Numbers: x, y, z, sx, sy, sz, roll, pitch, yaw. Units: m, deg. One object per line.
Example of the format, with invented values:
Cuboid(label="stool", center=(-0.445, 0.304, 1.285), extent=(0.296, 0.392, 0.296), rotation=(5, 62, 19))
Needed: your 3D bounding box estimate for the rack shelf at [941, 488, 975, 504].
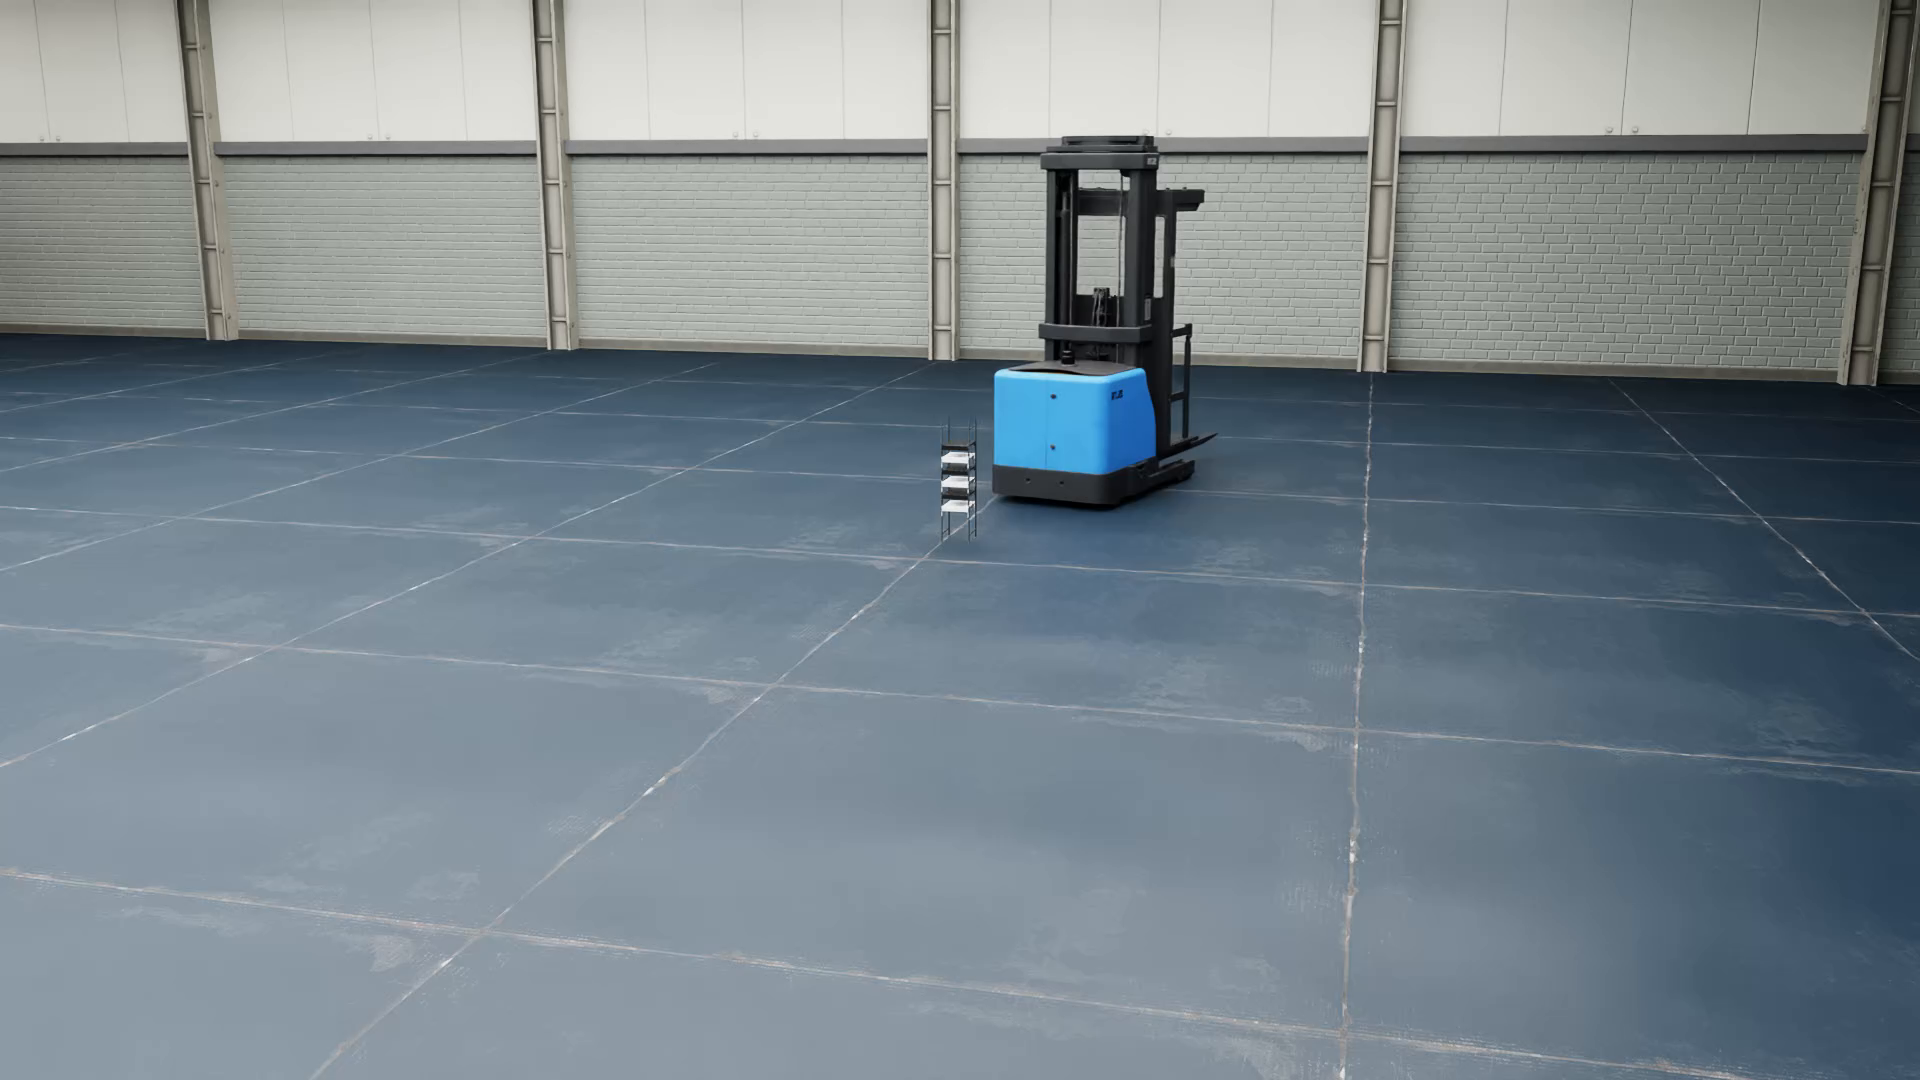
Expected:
Cuboid(label="rack shelf", center=(-0.008, -0.319, 12.165), extent=(0.200, 0.077, 0.258), rotation=(3, 13, 14))

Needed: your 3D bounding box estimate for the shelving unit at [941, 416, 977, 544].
Cuboid(label="shelving unit", center=(-0.008, -0.440, 12.138), extent=(0.210, 0.900, 0.258), rotation=(3, 13, 14))

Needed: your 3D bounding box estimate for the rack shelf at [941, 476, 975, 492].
Cuboid(label="rack shelf", center=(-0.008, -0.407, 12.145), extent=(0.200, 0.077, 0.258), rotation=(3, 13, 14))

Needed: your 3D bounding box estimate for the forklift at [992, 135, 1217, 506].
Cuboid(label="forklift", center=(1.418, -1.978, 14.383), extent=(1.130, 2.935, 3.031), rotation=(7, 14, 28))

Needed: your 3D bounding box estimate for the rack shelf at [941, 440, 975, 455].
Cuboid(label="rack shelf", center=(-0.008, -0.671, 12.087), extent=(0.200, 0.077, 0.258), rotation=(3, 13, 14))

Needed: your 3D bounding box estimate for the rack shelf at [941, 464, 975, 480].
Cuboid(label="rack shelf", center=(-0.008, -0.495, 12.126), extent=(0.200, 0.077, 0.258), rotation=(3, 13, 14))

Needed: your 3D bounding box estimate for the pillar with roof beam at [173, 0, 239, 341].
Cuboid(label="pillar with roof beam", center=(-12.909, -6.721, 21.753), extent=(0.400, 9.000, 9.100), rotation=(3, 13, 14))

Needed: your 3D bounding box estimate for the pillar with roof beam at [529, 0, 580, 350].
Cuboid(label="pillar with roof beam", center=(-7.084, -6.410, 20.350), extent=(0.400, 9.000, 9.100), rotation=(3, 13, 14))

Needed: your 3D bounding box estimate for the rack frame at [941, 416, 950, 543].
Cuboid(label="rack frame", center=(-0.107, -0.445, 12.162), extent=(0.006, 0.900, 0.240), rotation=(3, 13, 14))

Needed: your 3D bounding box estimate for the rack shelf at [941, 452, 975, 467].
Cuboid(label="rack shelf", center=(-0.008, -0.583, 12.106), extent=(0.200, 0.077, 0.258), rotation=(3, 13, 14))

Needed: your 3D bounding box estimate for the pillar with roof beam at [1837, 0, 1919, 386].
Cuboid(label="pillar with roof beam", center=(10.392, -5.476, 16.140), extent=(0.400, 9.000, 9.100), rotation=(3, 13, 14))

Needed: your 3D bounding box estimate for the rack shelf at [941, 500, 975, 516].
Cuboid(label="rack shelf", center=(-0.008, -0.231, 12.184), extent=(0.200, 0.077, 0.258), rotation=(3, 13, 14))

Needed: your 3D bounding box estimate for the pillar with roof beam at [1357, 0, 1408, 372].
Cuboid(label="pillar with roof beam", center=(4.567, -5.787, 17.543), extent=(0.400, 9.000, 9.100), rotation=(3, 13, 14))

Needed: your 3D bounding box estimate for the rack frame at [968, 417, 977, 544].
Cuboid(label="rack frame", center=(0.091, -0.434, 12.114), extent=(0.006, 0.900, 0.240), rotation=(3, 13, 14))

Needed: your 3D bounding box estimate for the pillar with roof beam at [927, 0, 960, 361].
Cuboid(label="pillar with roof beam", center=(-1.259, -6.099, 18.947), extent=(0.400, 9.000, 9.100), rotation=(3, 13, 14))
